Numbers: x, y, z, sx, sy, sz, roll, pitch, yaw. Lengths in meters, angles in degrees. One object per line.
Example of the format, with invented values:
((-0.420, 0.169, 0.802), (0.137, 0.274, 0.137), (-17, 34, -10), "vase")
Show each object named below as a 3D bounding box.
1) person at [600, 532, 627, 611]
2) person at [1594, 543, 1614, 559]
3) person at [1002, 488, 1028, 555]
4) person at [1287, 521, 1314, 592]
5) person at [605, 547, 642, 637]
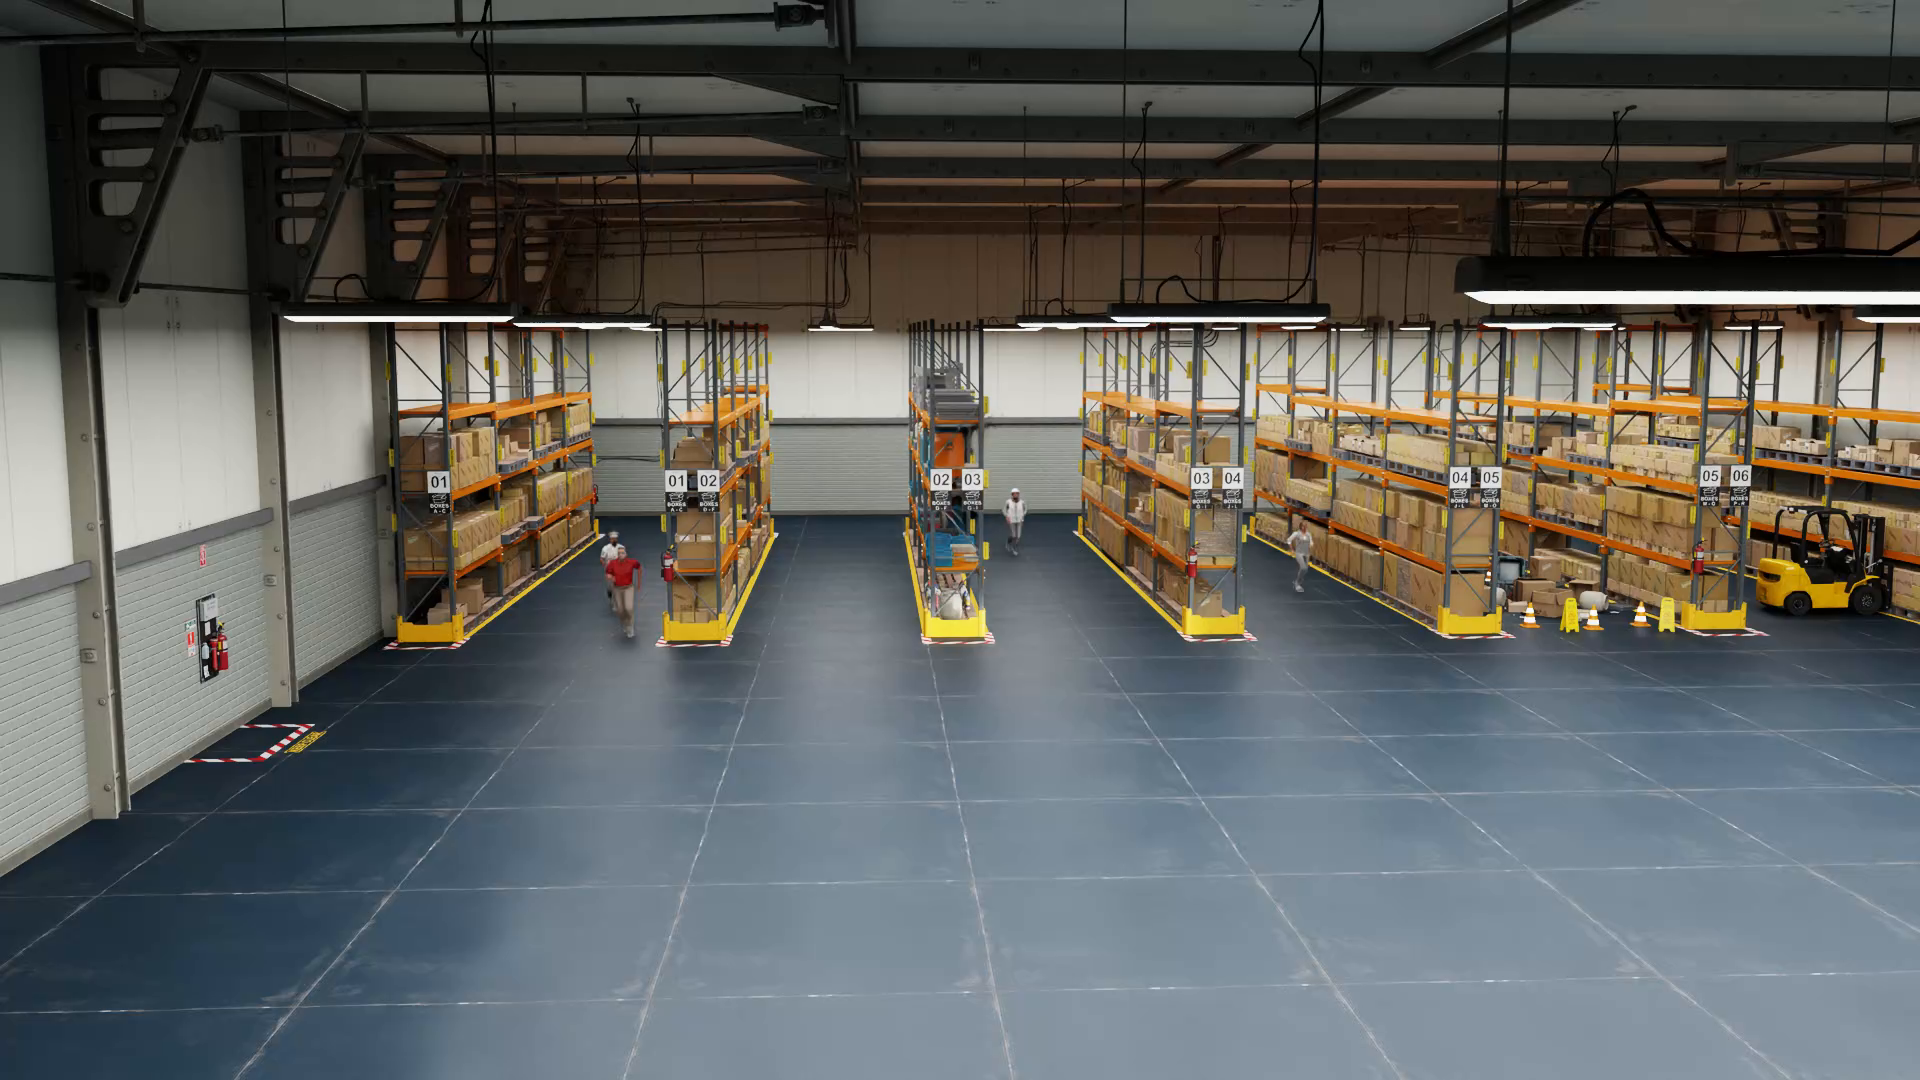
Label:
((-7.184, 0.635, 34.589), (0.562, 1.655, 0.589), (-2, 7, -16), "person")
((16.394, -0.353, 42.176), (0.665, 1.826, 0.812), (-2, 7, -14), "person")
((1.454, -0.478, 43.290), (0.651, 1.743, 0.607), (-1, 7, -9), "person")
((7.605, 0.367, 36.962), (0.505, 1.592, 0.662), (-2, 7, -19), "person")
((-6.416, 1.002, 31.660), (0.644, 1.767, 0.829), (0, 7, -2), "person")
